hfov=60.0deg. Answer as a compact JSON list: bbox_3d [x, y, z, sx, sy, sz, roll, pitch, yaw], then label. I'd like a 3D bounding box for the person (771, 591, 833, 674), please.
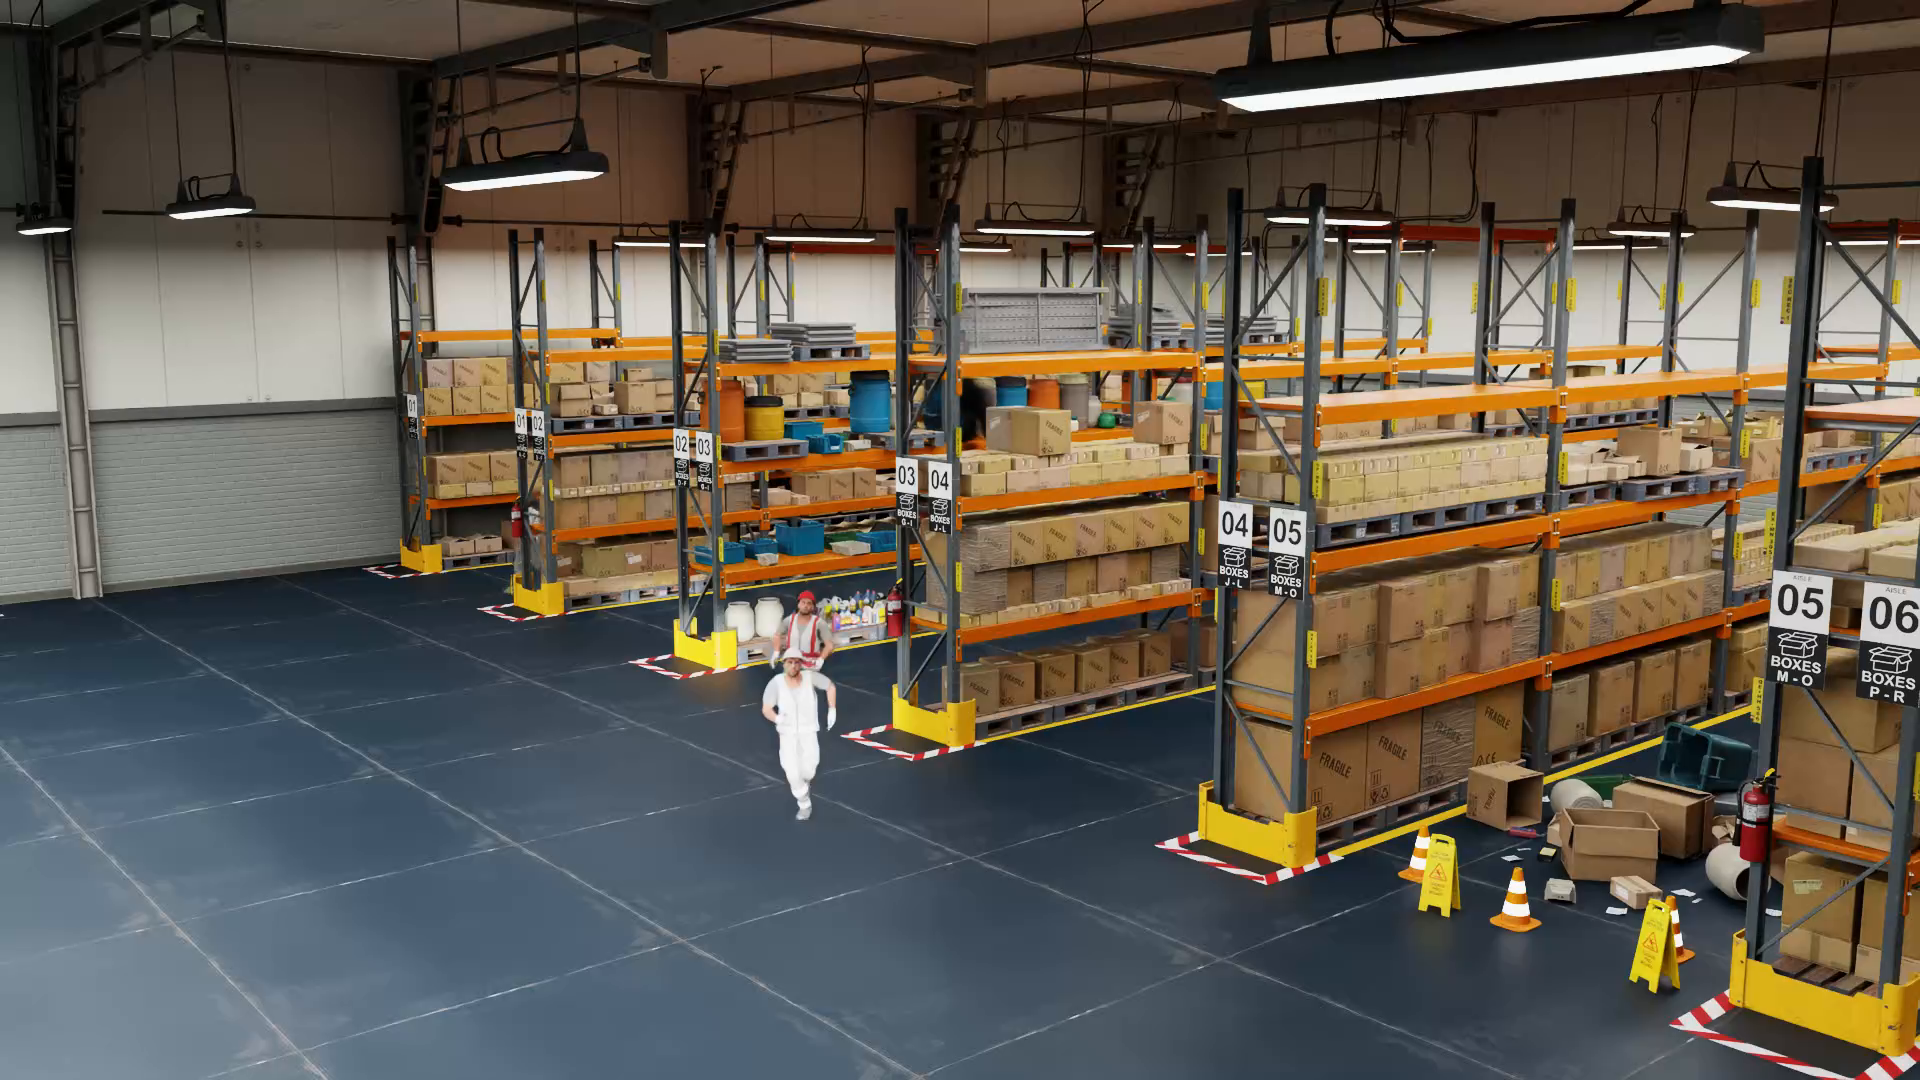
[{"bbox_3d":[-1.795,1.445,18.763,0.702,1.755,0.664,1,9,9],"label":"person"}]

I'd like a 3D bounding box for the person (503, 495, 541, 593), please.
[{"bbox_3d":[-7.249,0.021,27.884,0.584,1.659,0.977,8,12,43],"label":"person"}]

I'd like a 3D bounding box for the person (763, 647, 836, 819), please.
[{"bbox_3d":[-1.535,1.875,15.965,0.709,1.729,0.645,-1,9,-6],"label":"person"}]
